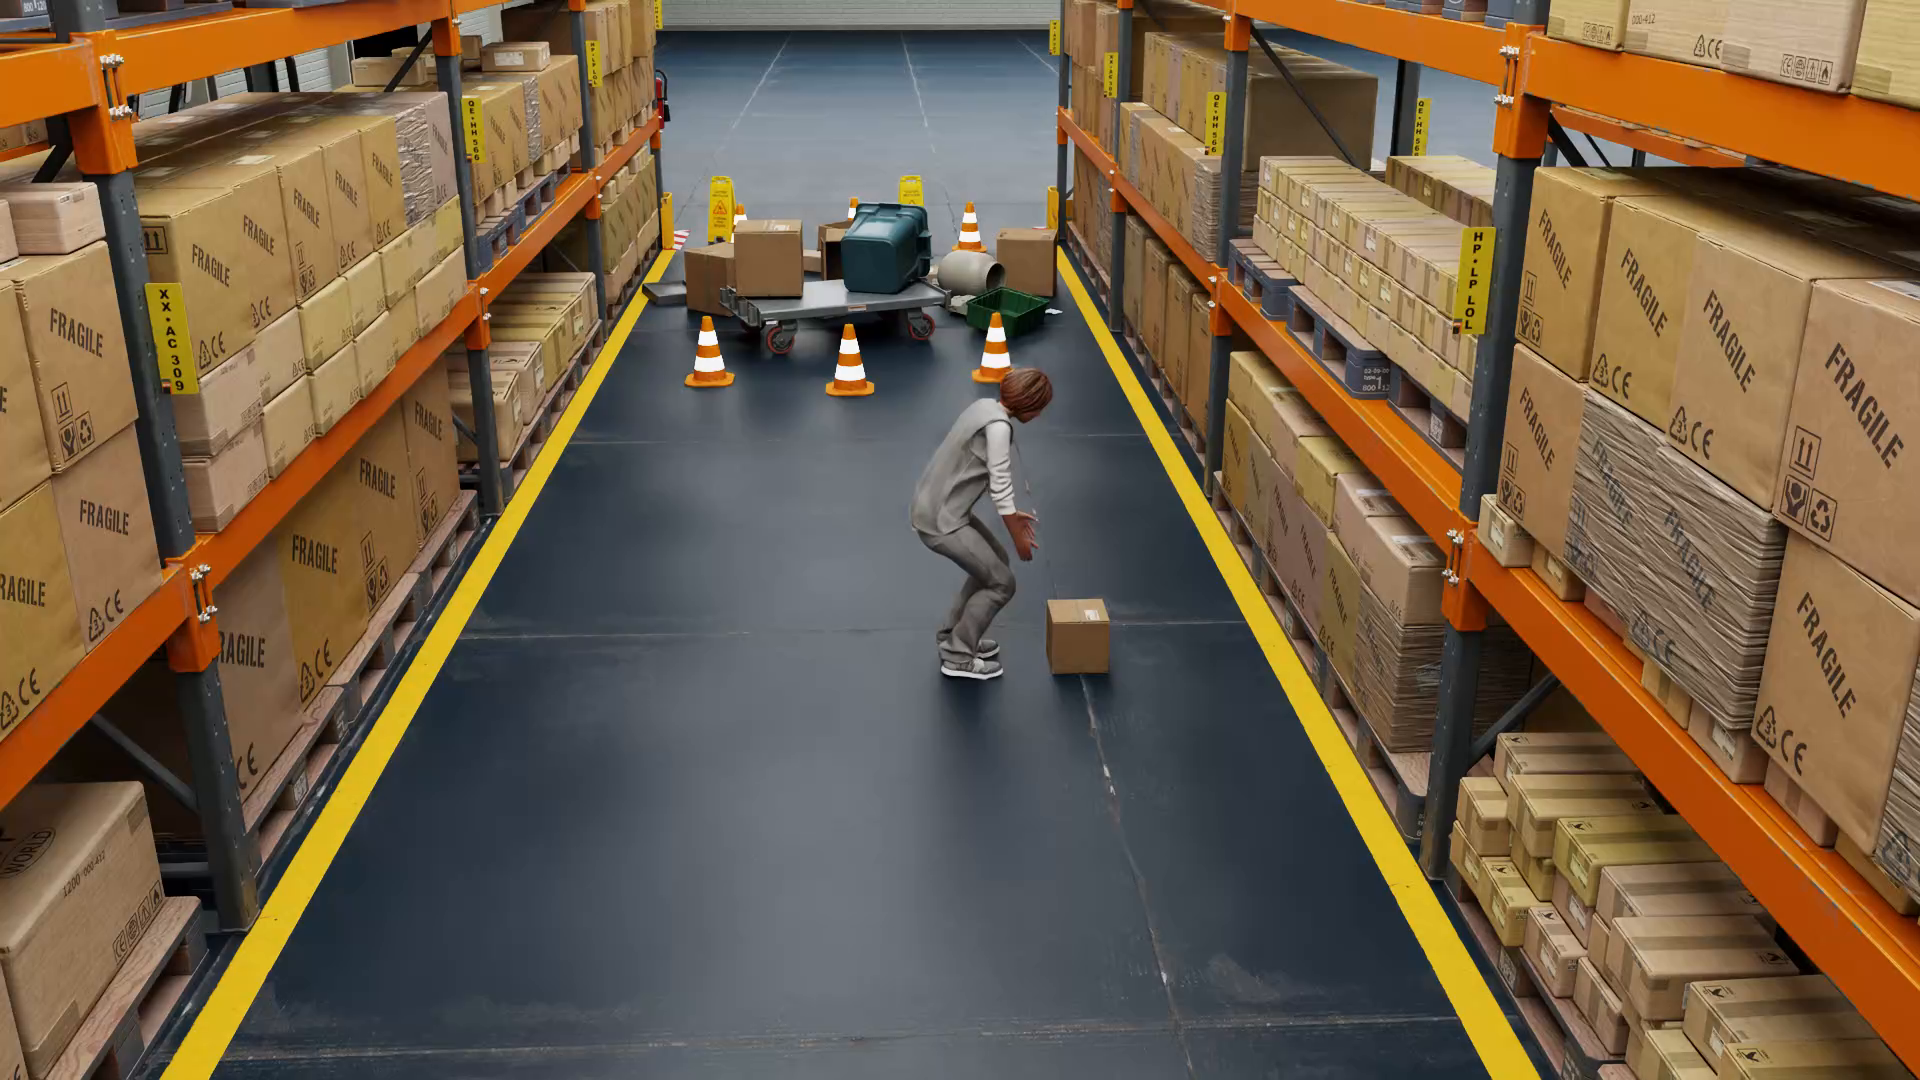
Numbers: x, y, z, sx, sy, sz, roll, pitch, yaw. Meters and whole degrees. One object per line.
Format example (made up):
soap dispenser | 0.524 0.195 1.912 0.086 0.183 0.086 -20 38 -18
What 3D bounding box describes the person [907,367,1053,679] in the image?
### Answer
person | 0.082 -0.086 7.181 0.621 1.351 0.461 -1 21 -3
